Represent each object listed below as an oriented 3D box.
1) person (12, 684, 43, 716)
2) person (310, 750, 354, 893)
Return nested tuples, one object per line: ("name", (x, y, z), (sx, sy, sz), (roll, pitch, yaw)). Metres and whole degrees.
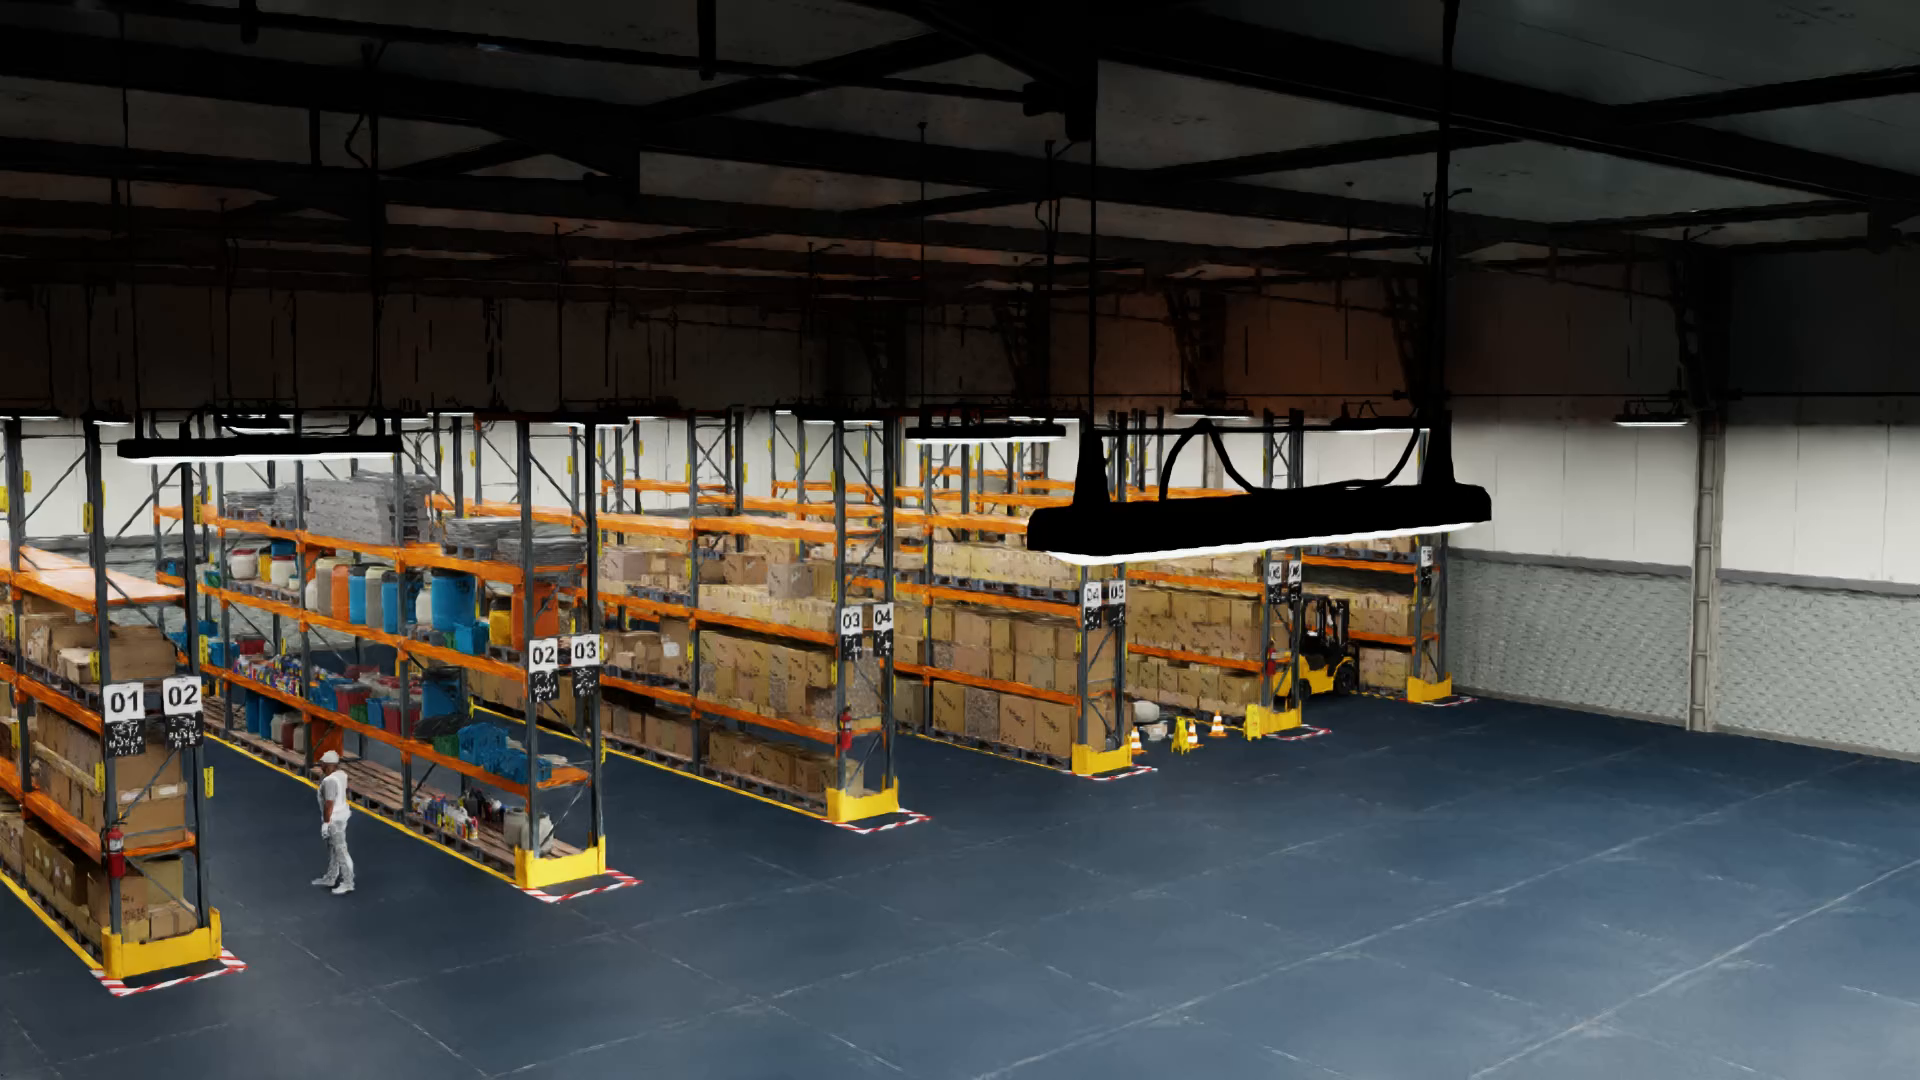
("person", (-16.538, 2.882, 29.579), (0.542, 1.675, 1.126), (-4, 6, -39))
("person", (-8.030, 3.561, 21.218), (0.583, 1.782, 0.665), (-1, 5, -11))
